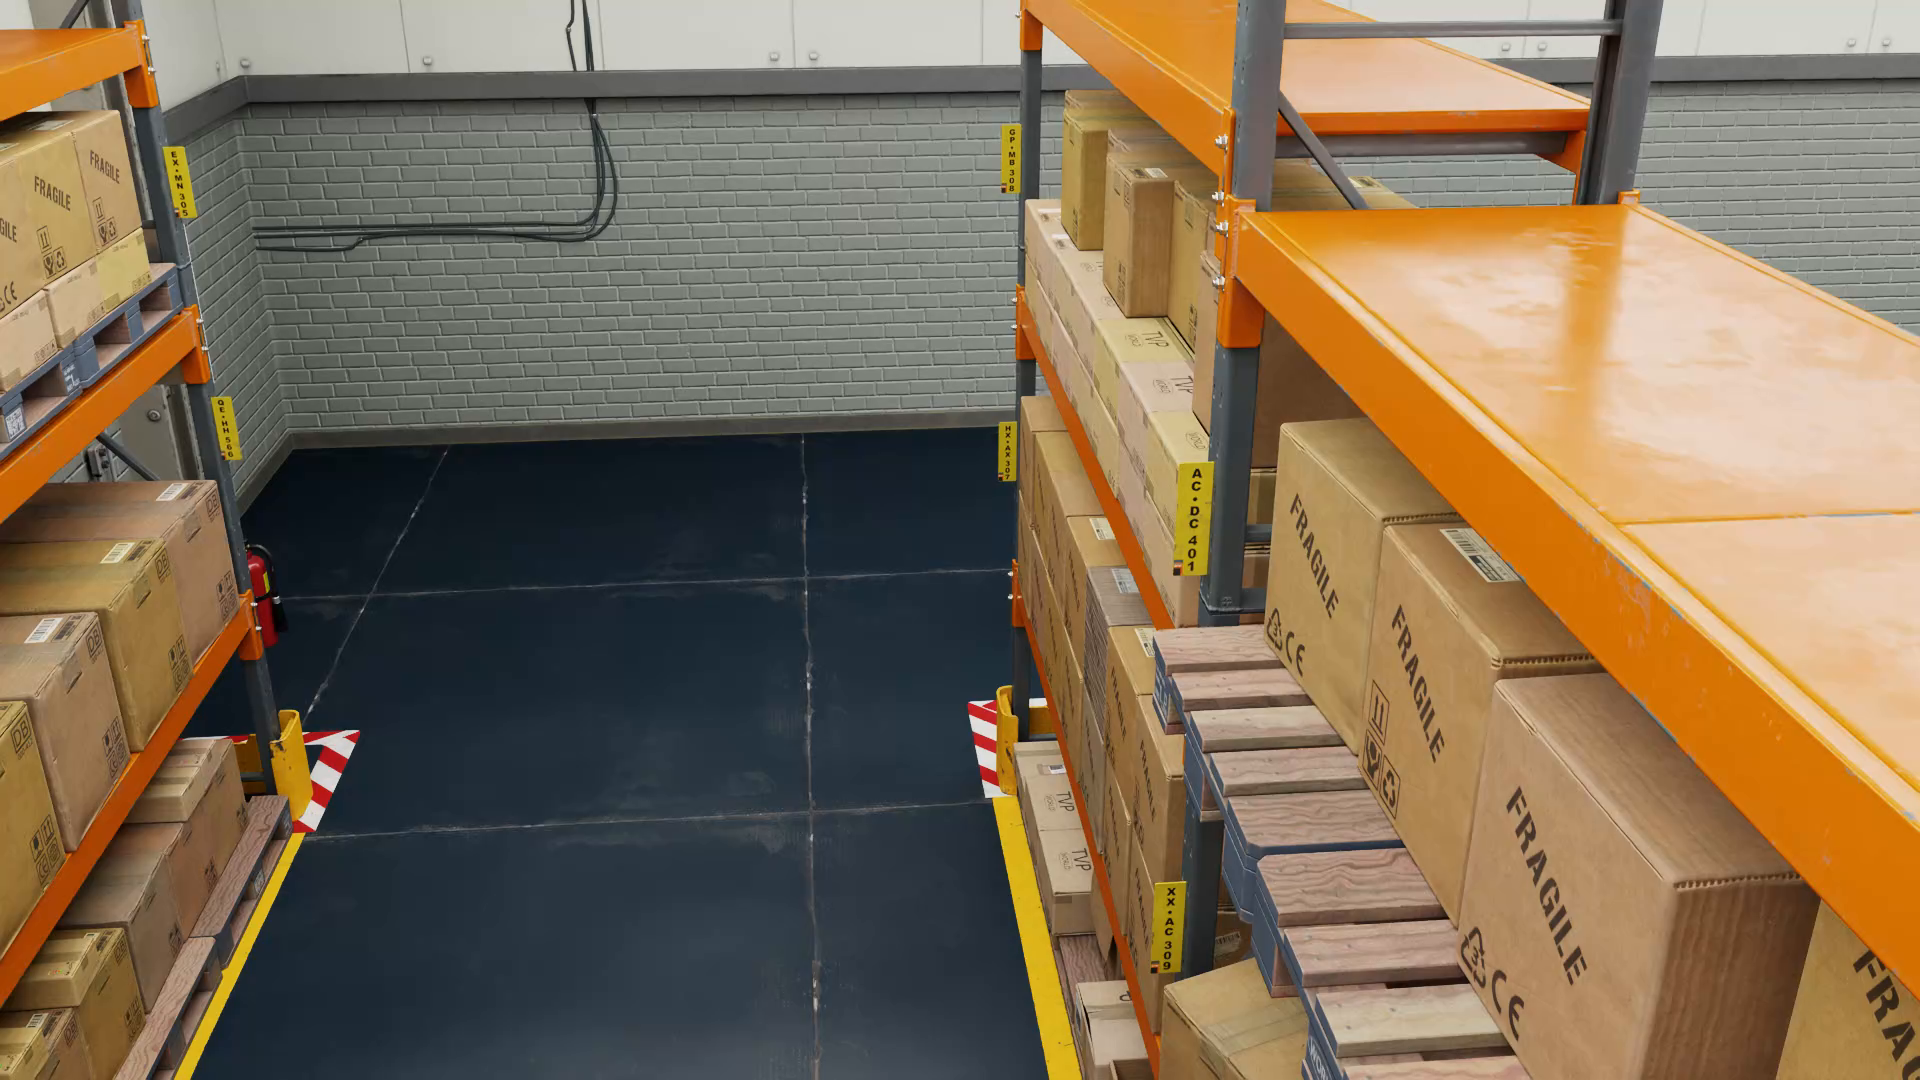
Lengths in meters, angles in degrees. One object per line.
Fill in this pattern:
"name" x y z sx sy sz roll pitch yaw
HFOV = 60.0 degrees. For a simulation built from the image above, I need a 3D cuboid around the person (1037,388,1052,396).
"person" 0.730 -0.201 10.726 0.556 1.687 0.461 -2 24 -5
